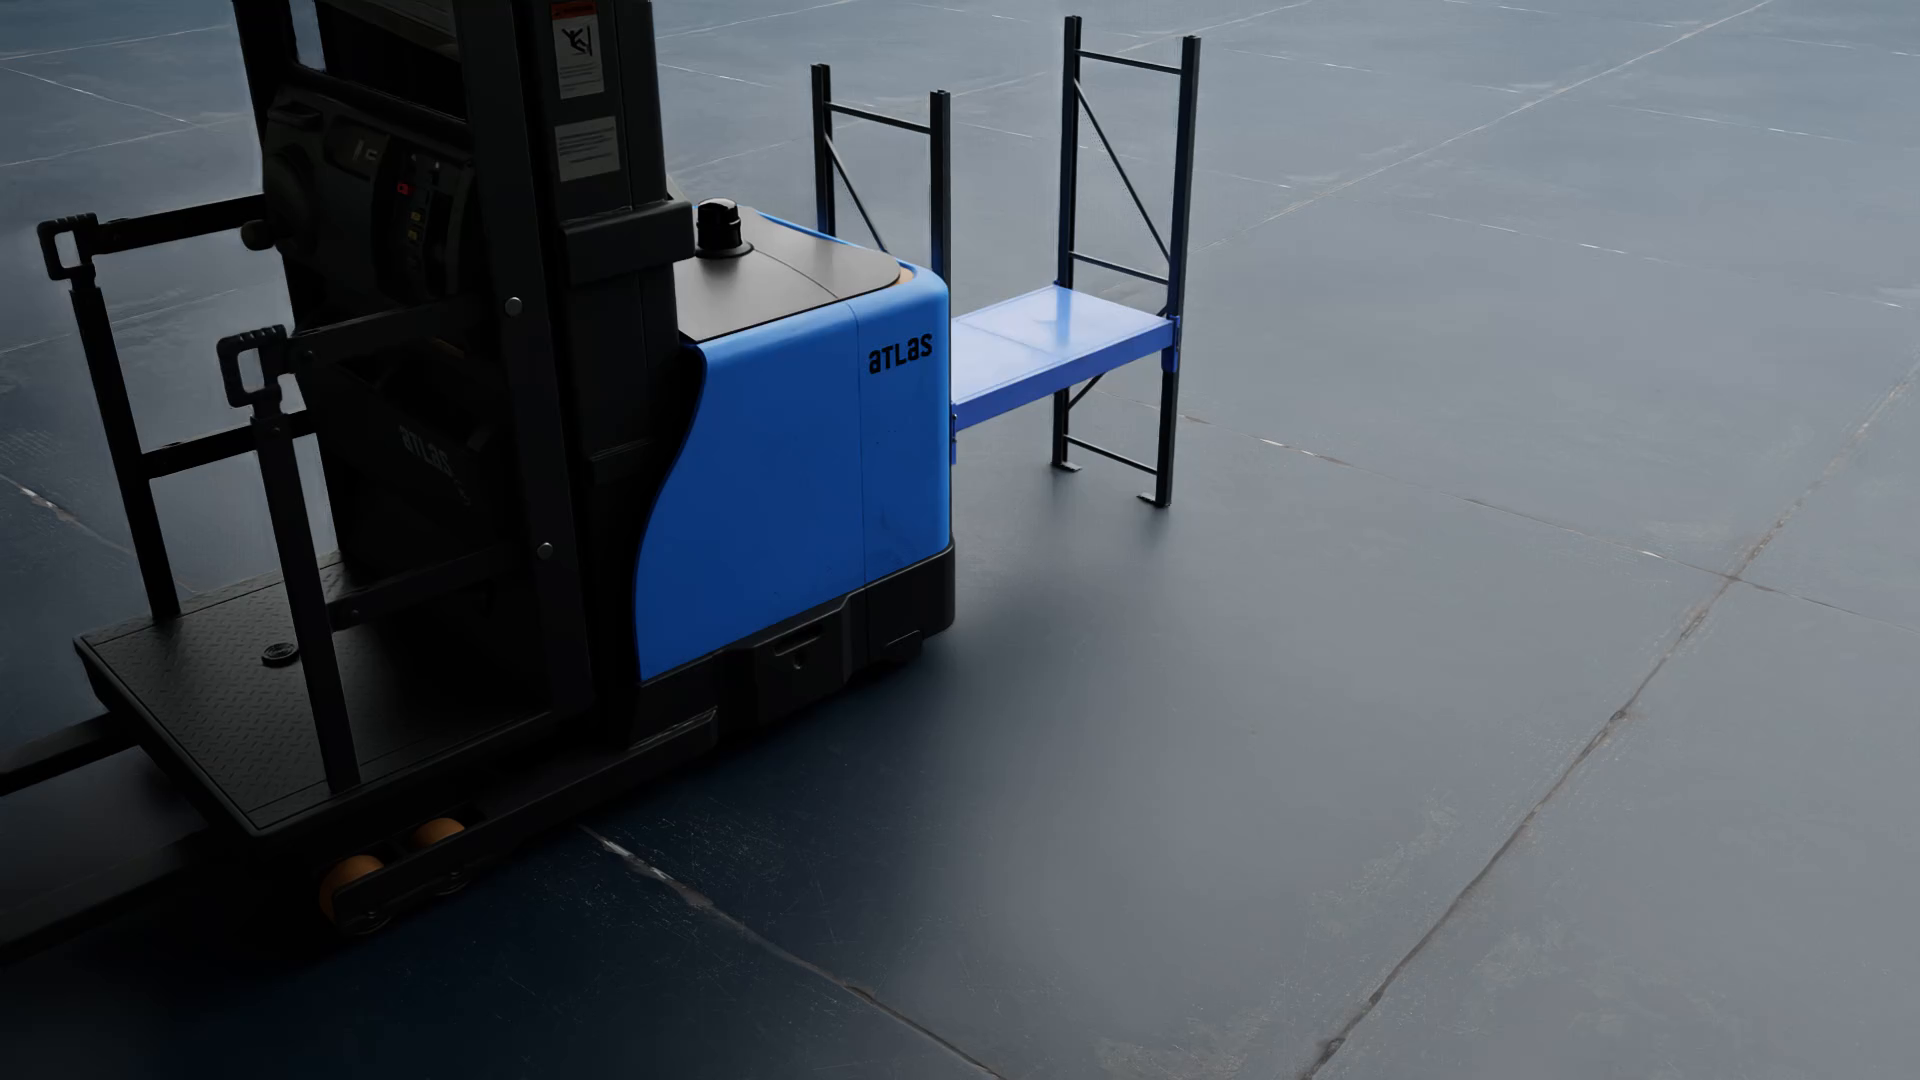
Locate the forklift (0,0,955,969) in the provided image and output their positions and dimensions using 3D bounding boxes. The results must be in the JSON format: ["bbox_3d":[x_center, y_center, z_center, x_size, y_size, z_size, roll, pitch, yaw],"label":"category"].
[{"bbox_3d":[-1.432,-0.718,3.448,3.031,2.935,1.130,-23,35,-38],"label":"forklift"}]

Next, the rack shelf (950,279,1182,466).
[{"bbox_3d":[0.148,-0.533,5.040,0.538,0.185,1.000,25,36,39],"label":"rack shelf"}]

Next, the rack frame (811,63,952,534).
[{"bbox_3d":[-0.211,-0.528,4.637,0.500,1.500,0.032,25,36,39],"label":"rack frame"}]

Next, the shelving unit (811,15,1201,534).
[{"bbox_3d":[0.148,-0.693,4.957,0.538,1.500,1.048,25,36,39],"label":"shelving unit"}]

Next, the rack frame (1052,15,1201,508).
[{"bbox_3d":[0.507,-0.858,5.277,0.500,1.500,0.032,25,36,39],"label":"rack frame"}]
